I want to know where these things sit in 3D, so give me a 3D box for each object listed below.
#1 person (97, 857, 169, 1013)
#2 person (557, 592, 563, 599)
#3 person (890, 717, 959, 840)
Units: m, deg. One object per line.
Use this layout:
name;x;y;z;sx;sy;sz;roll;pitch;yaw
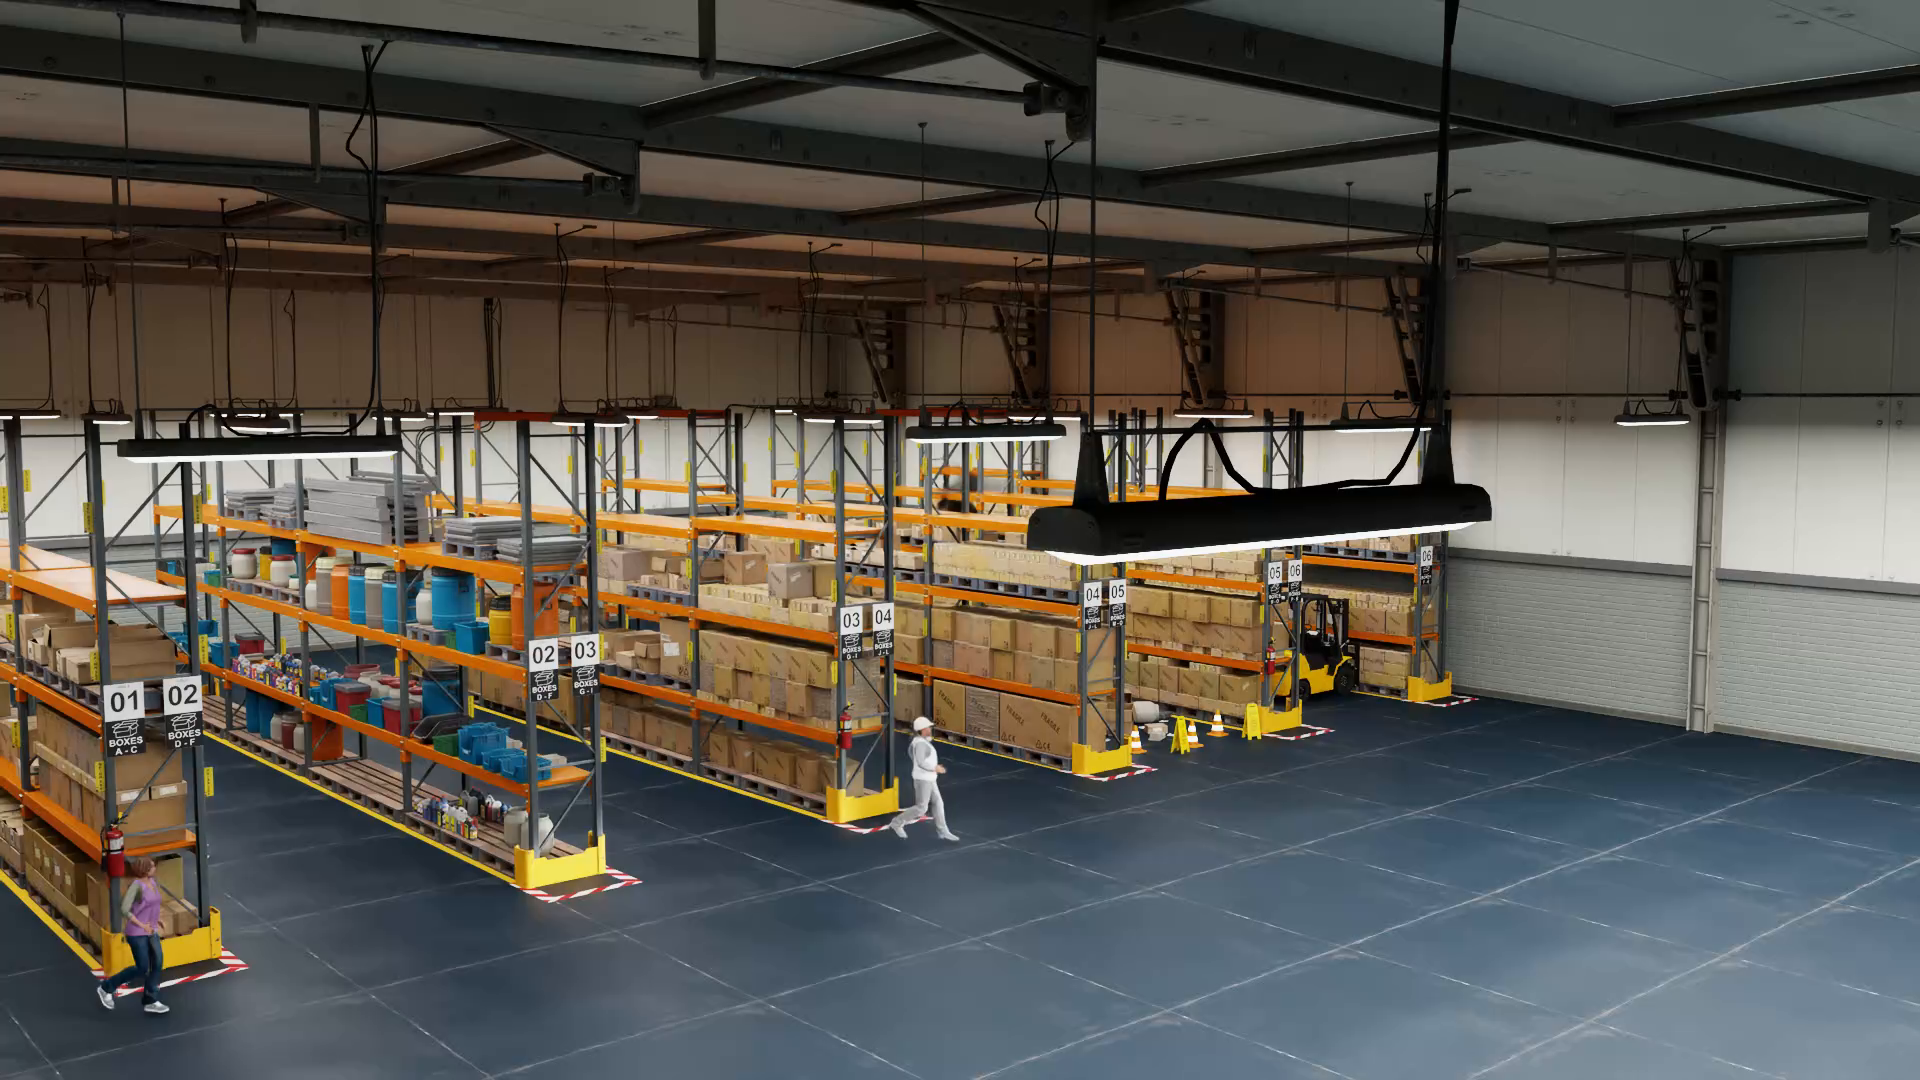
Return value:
person;-8.448;4.045;17.143;0.703;1.552;0.600;0;5;-1
person;-9.865;2.042;39.633;0.782;1.605;0.863;3;6;29
person;-0.501;3.380;23.517;0.981;1.768;0.697;0;5;1
